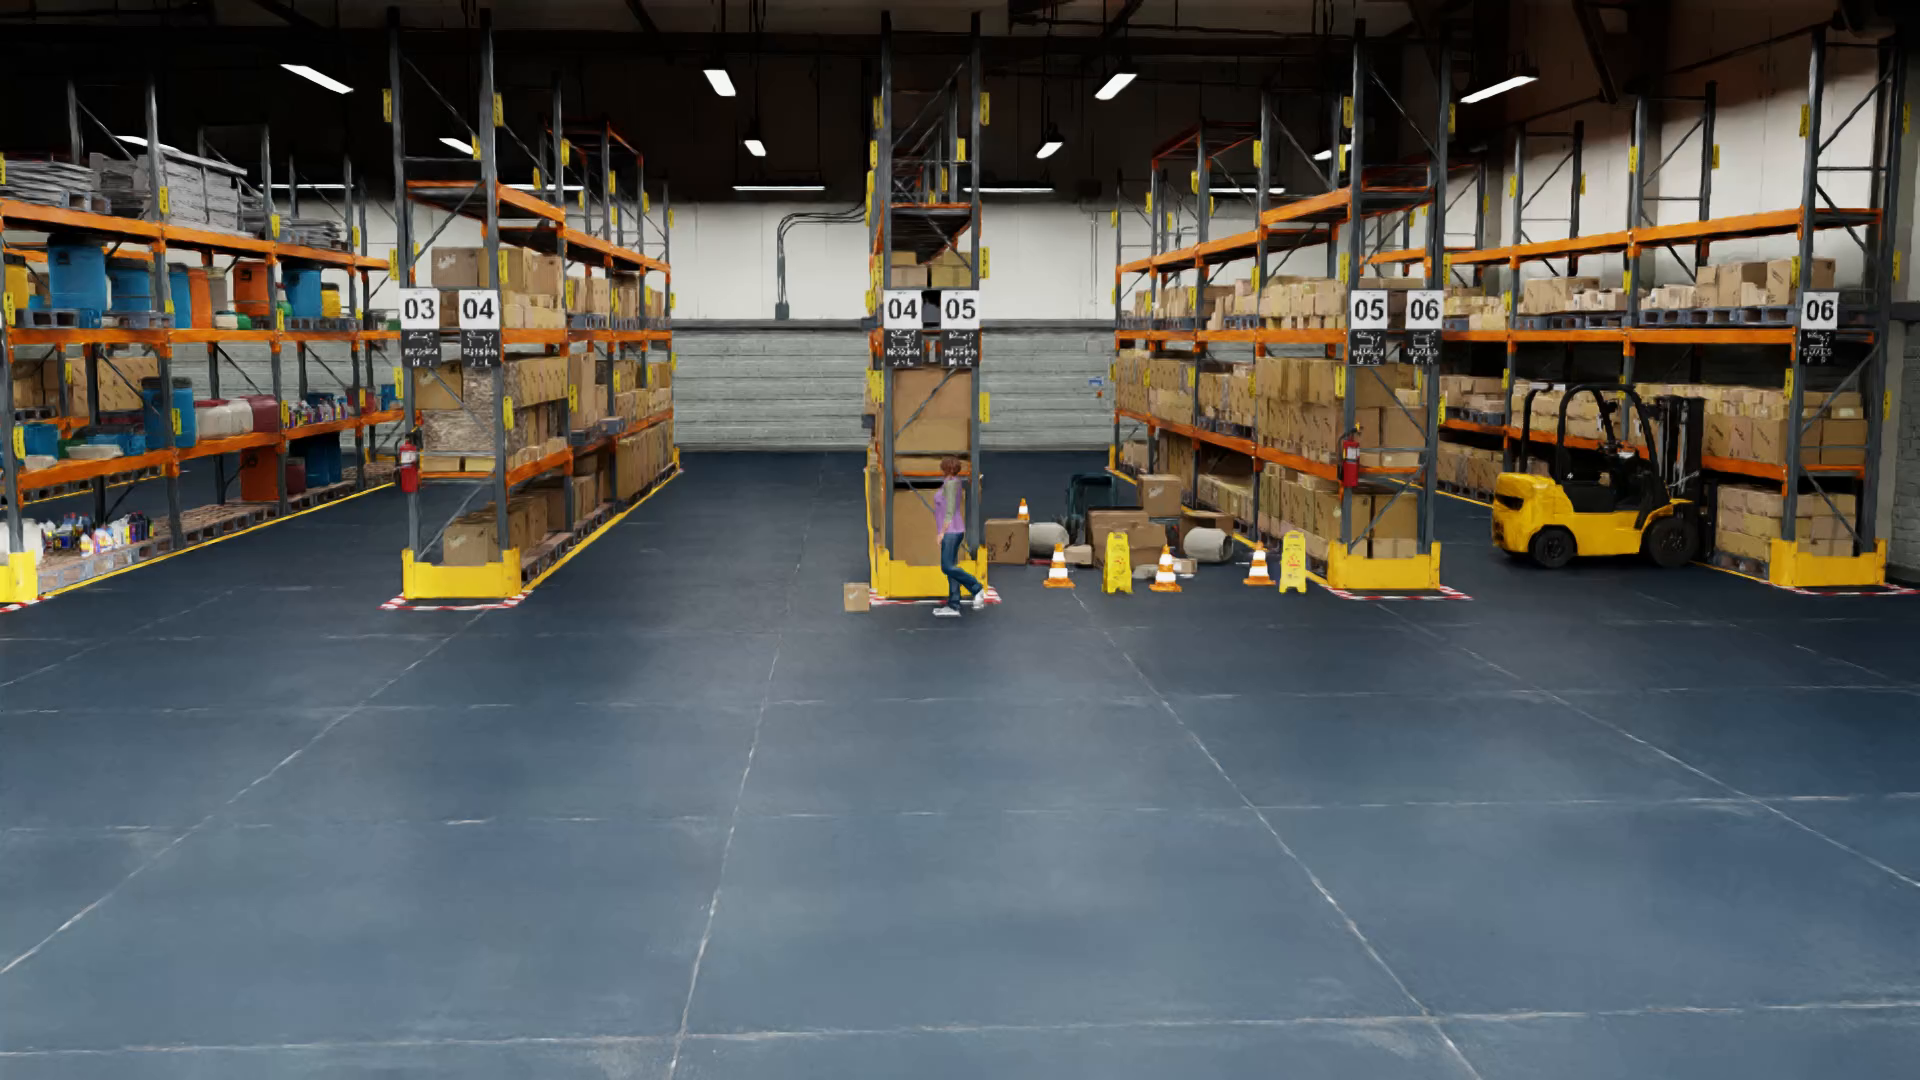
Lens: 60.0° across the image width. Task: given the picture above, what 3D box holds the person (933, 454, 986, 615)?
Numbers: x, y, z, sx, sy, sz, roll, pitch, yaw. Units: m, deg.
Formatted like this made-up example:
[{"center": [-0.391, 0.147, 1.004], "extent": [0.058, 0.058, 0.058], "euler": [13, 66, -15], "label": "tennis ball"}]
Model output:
[{"center": [-0.009, -0.053, 16.298], "extent": [0.517, 1.561, 0.470], "euler": [-1, 7, -5], "label": "person"}]
